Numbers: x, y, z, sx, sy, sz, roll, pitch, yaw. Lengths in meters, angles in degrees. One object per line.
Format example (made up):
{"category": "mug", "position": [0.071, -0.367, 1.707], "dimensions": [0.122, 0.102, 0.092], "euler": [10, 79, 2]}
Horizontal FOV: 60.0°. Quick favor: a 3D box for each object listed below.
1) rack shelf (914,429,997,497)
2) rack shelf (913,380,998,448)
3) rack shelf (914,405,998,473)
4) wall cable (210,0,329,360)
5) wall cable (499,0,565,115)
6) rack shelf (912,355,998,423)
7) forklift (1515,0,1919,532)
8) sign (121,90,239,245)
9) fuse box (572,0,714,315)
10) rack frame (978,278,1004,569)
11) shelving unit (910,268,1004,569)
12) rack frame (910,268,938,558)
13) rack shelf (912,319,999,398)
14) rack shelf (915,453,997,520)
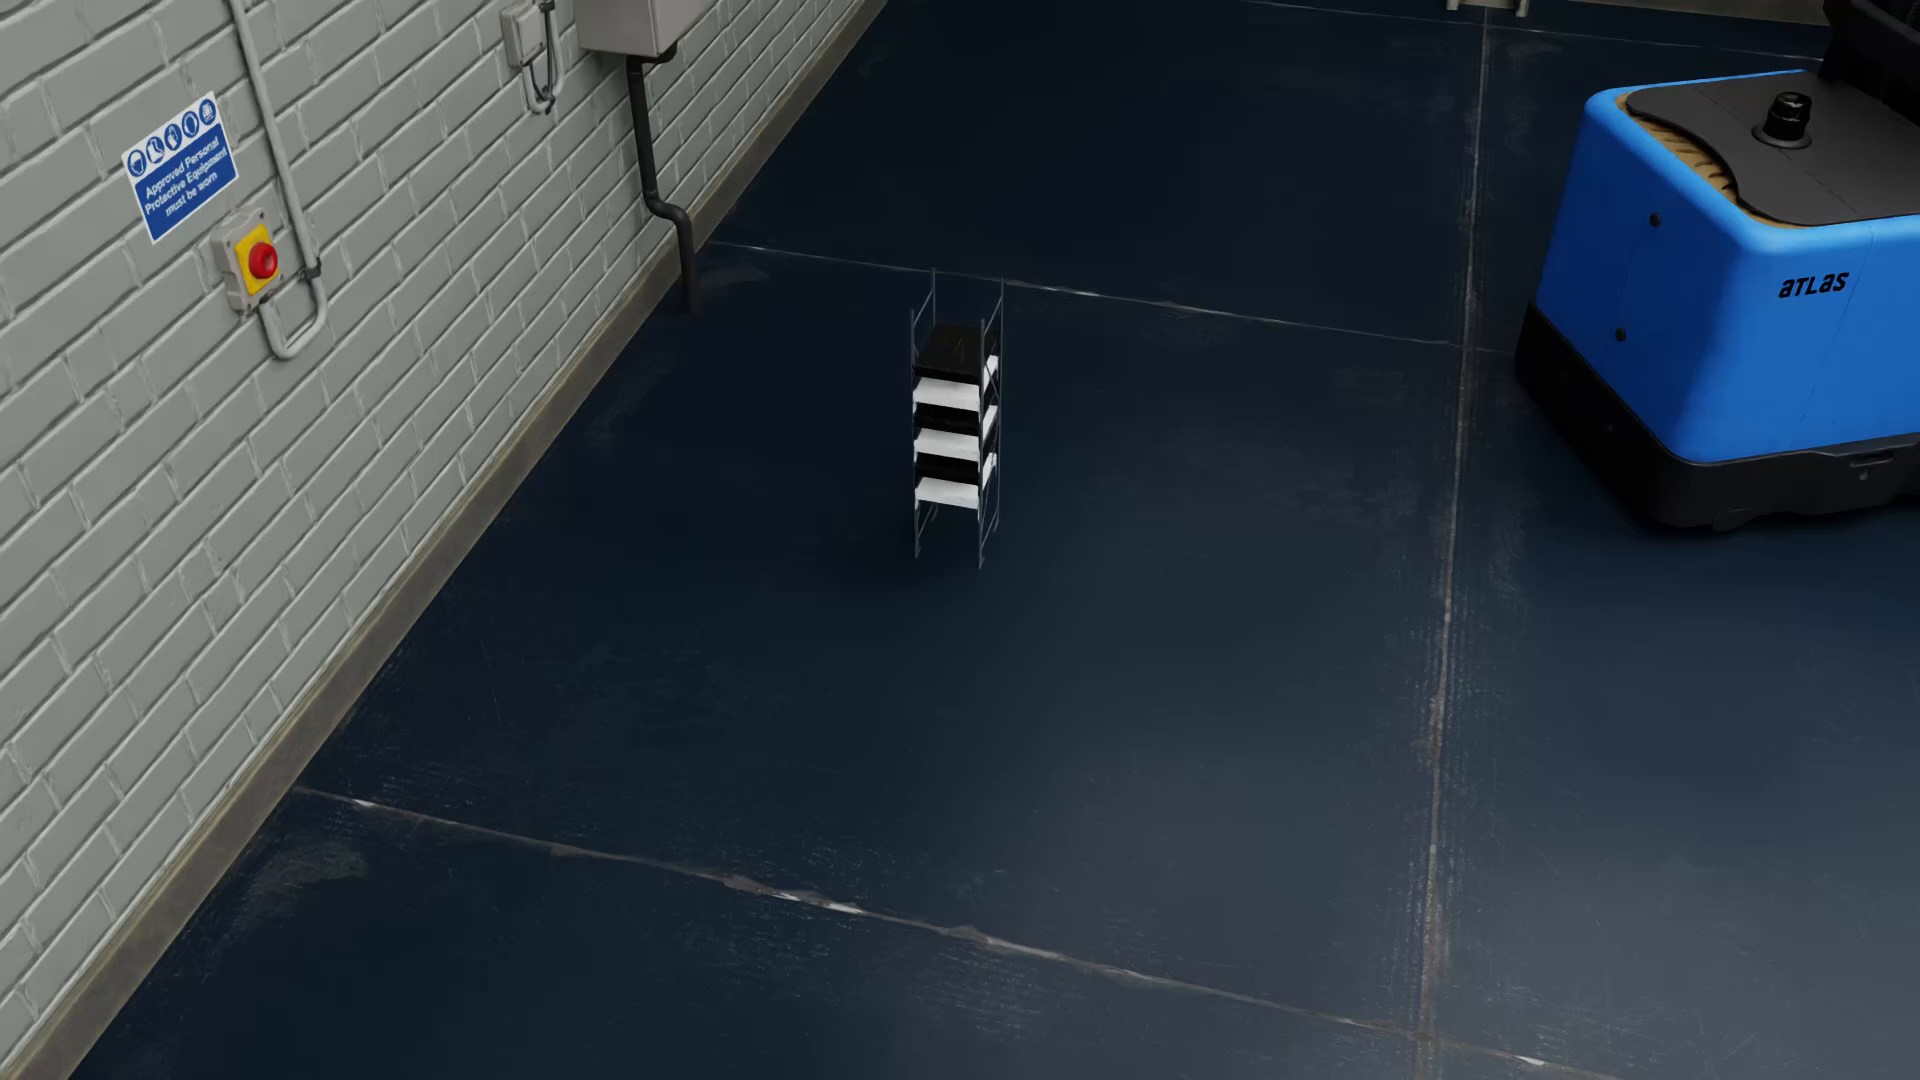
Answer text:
{"category": "rack shelf", "position": [-0.008, -0.252, 5.042], "dimensions": [0.200, 0.077, 0.258], "euler": [10, 41, 11]}
{"category": "rack shelf", "position": [-0.008, -0.389, 4.926], "dimensions": [0.200, 0.077, 0.258], "euler": [10, 41, 11]}
{"category": "rack shelf", "position": [-0.008, -0.320, 4.984], "dimensions": [0.200, 0.077, 0.258], "euler": [10, 41, 11]}
{"category": "wall cable", "position": [-1.655, -1.147, 3.469], "dimensions": [0.123, 1.953, 0.585], "euler": [10, 41, 11]}
{"category": "wall cable", "position": [-1.300, -2.018, 4.530], "dimensions": [0.122, 1.984, 0.588], "euler": [10, 41, 11]}
{"category": "rack shelf", "position": [-0.008, -0.458, 4.868], "dimensions": [0.200, 0.077, 0.258], "euler": [10, 41, 11]}
{"category": "forklift", "position": [3.541, -1.638, 4.922], "dimensions": [3.031, 2.935, 1.130], "euler": [-8, 41, -10]}
{"category": "sign", "position": [-1.727, -0.829, 3.695], "dimensions": [0.001, 0.218, 0.327], "euler": [10, 41, 11]}
{"category": "fuse box", "position": [-0.971, -1.533, 5.745], "dimensions": [0.414, 1.711, 0.539], "euler": [10, 41, 11]}
{"category": "rack frame", "position": [0.090, -0.329, 4.942], "dimensions": [0.006, 0.900, 0.240], "euler": [10, 41, 11]}
{"category": "shelving unit", "position": [-0.008, -0.346, 4.962], "dimensions": [0.210, 0.900, 0.258], "euler": [10, 41, 11]}
{"category": "rack frame", "position": [-0.106, -0.363, 4.982], "dimensions": [0.006, 0.900, 0.240], "euler": [10, 41, 11]}
{"category": "rack shelf", "position": [-0.008, -0.527, 4.810], "dimensions": [0.200, 0.077, 0.258], "euler": [10, 41, 11]}
{"category": "rack shelf", "position": [-0.008, -0.183, 5.099], "dimensions": [0.200, 0.077, 0.258], "euler": [10, 41, 11]}
